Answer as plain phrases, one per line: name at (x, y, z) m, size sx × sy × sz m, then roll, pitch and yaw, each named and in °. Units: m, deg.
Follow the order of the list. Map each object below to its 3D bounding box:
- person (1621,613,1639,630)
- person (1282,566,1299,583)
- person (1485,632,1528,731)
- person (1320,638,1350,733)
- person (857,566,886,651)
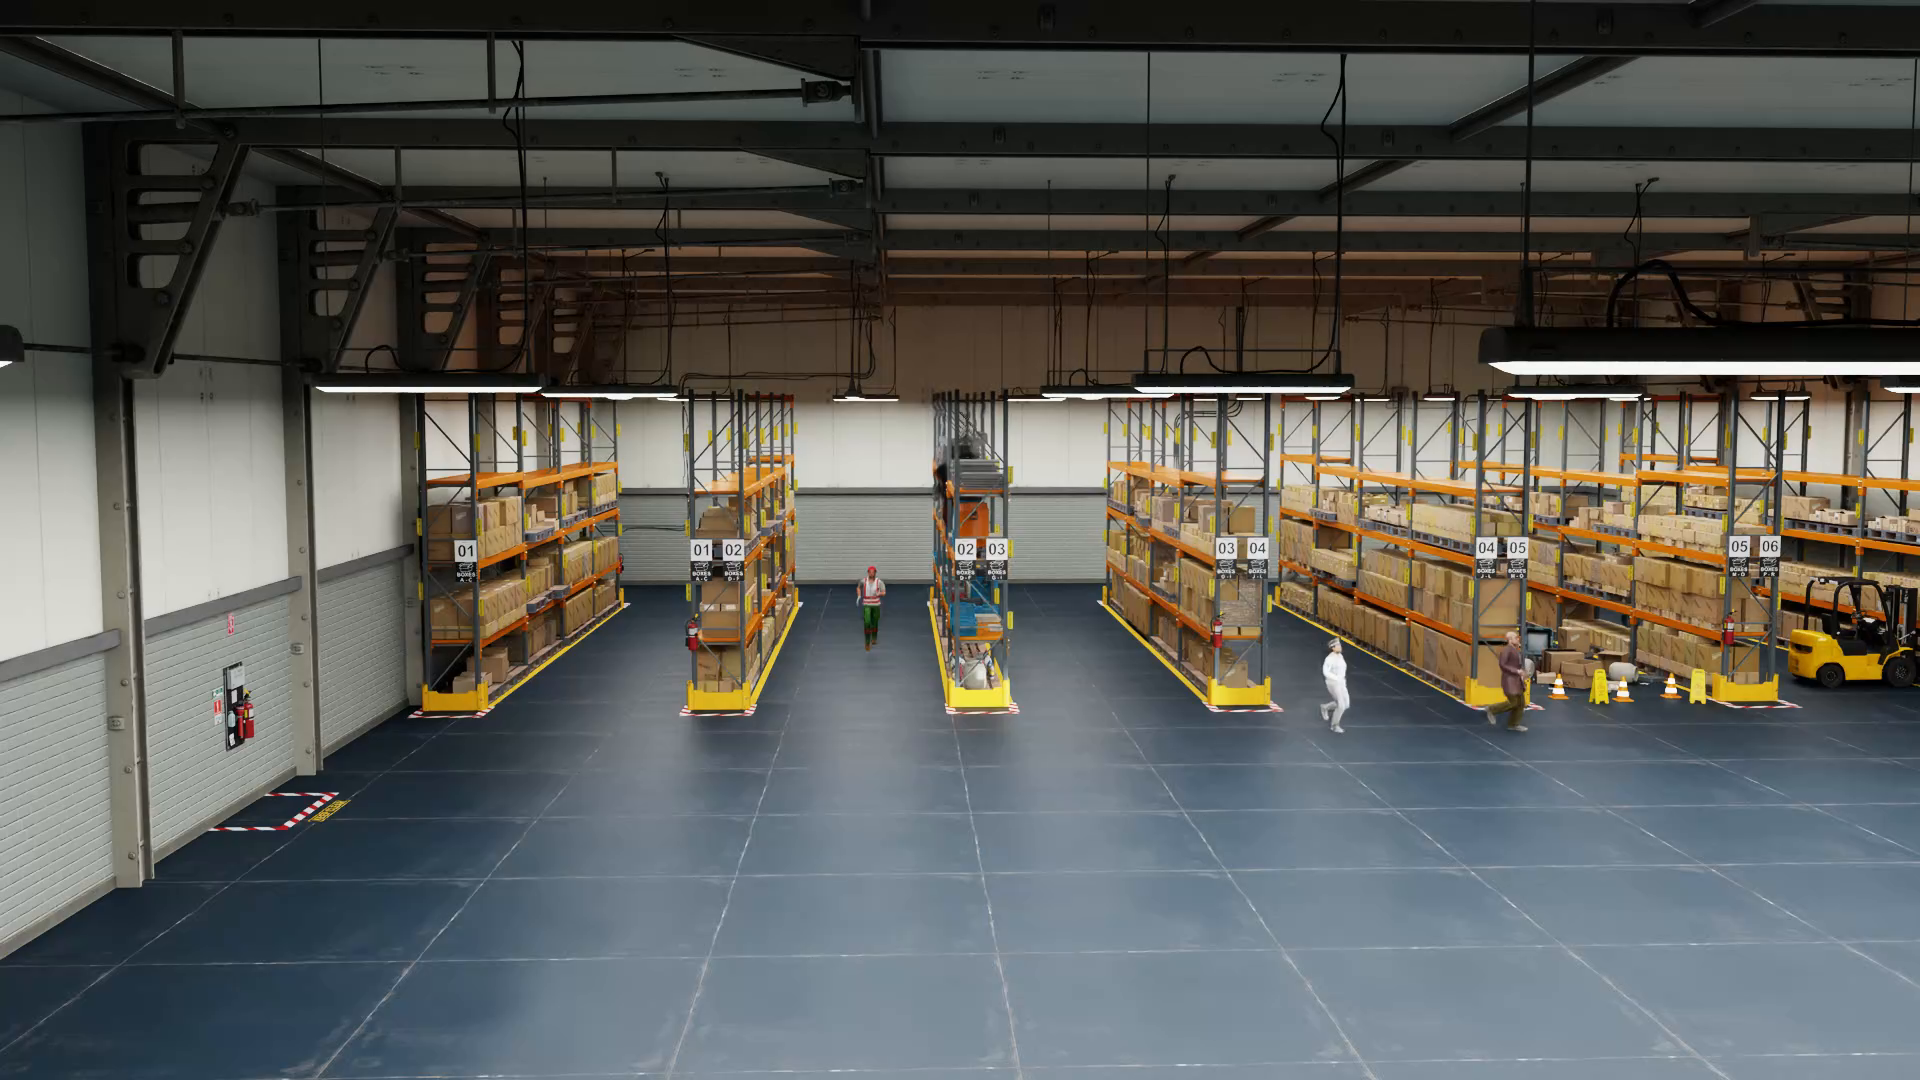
person at (16.537, 1.579, 40.990) m, size 0.504 × 1.638 × 0.711 m, roll 0°, pitch 5°, yaw -4°
person at (9.721, 0.929, 48.869) m, size 0.556 × 1.622 × 0.680 m, roll 2°, pitch 5°, yaw 21°
person at (9.635, 2.471, 29.203) m, size 0.750 × 1.736 × 0.709 m, roll 3°, pitch 6°, yaw 35°
person at (6.553, 2.539, 29.154) m, size 0.554 × 1.653 × 0.663 m, roll 3°, pitch 6°, yaw 36°
person at (-1.987, 1.517, 37.209) m, size 0.650 × 1.880 × 0.745 m, roll 0°, pitch 5°, yaw -5°
